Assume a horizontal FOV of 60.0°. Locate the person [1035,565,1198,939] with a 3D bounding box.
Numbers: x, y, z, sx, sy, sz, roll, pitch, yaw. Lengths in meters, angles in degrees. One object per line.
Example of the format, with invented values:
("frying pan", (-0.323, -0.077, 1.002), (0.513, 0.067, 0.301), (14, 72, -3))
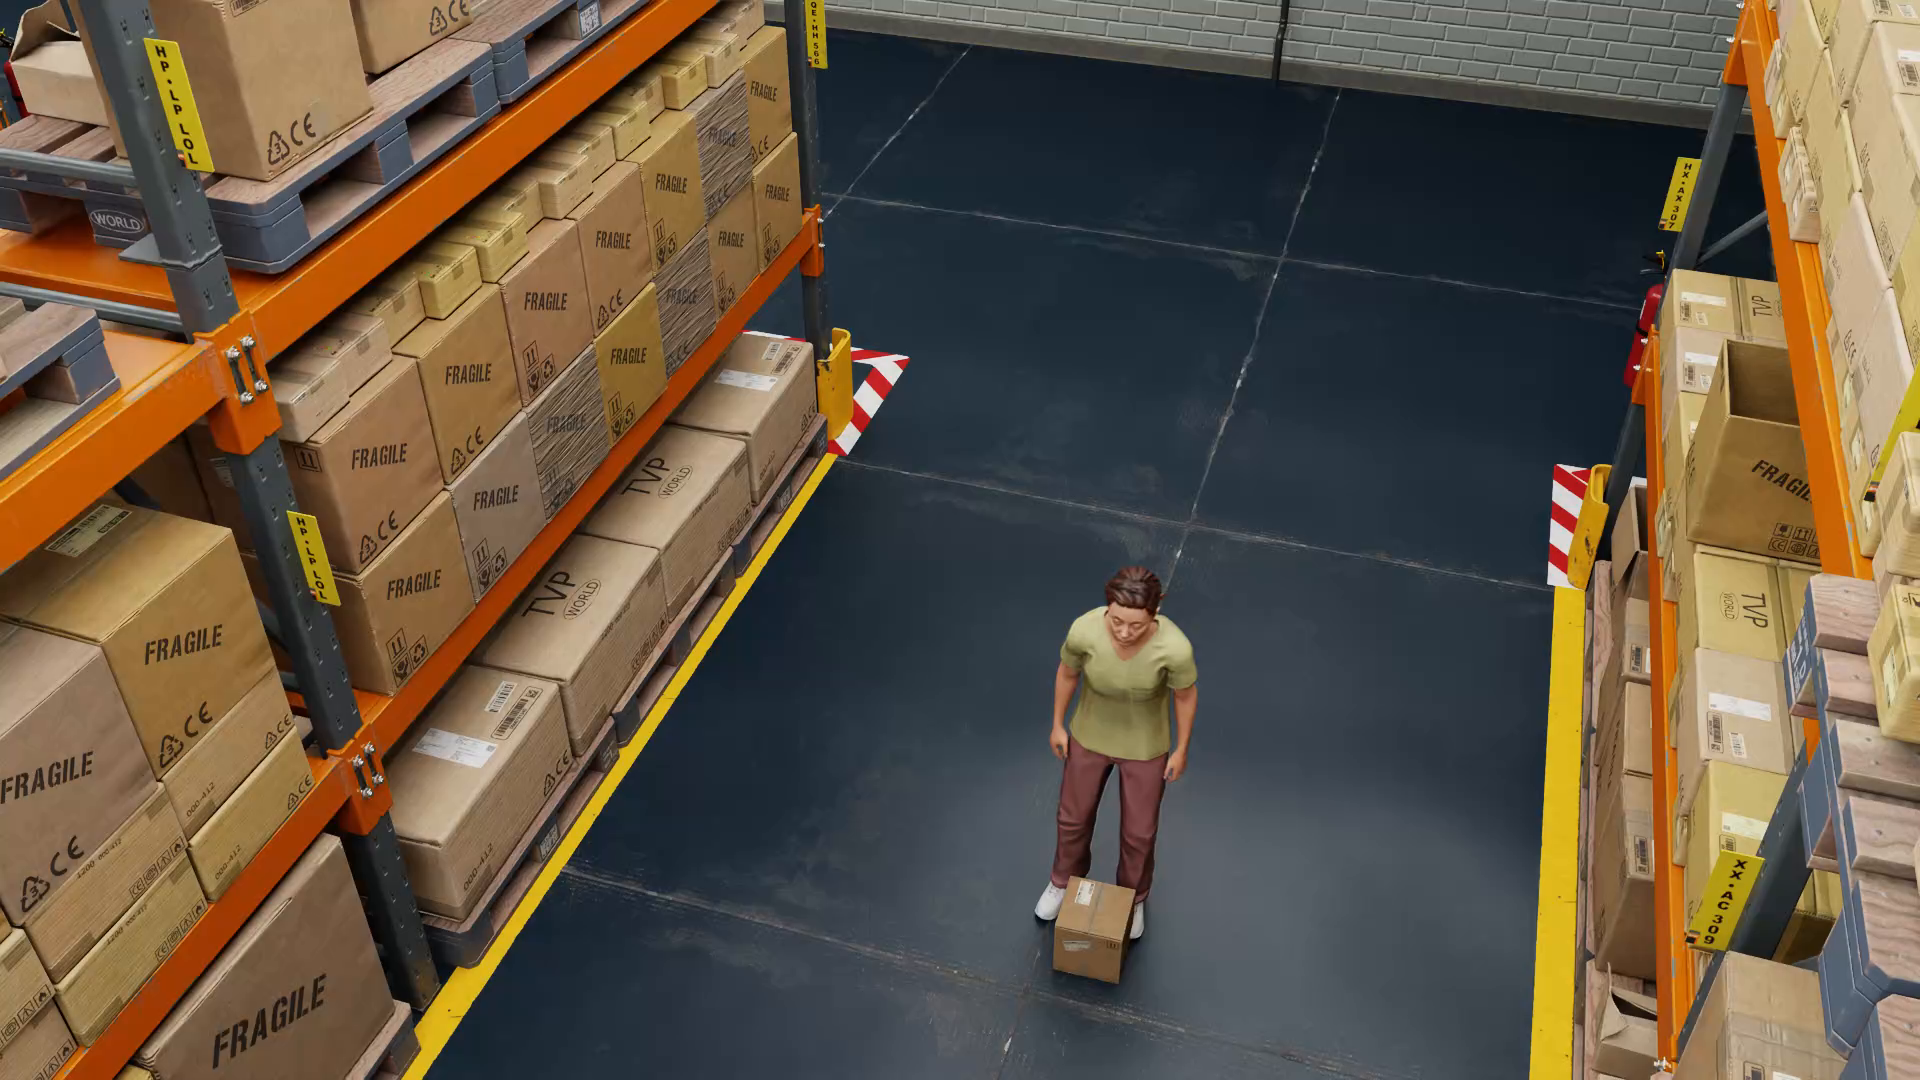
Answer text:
("person", (0.566, 0.734, 5.924), (0.503, 1.672, 0.352), (10, 38, 13))
